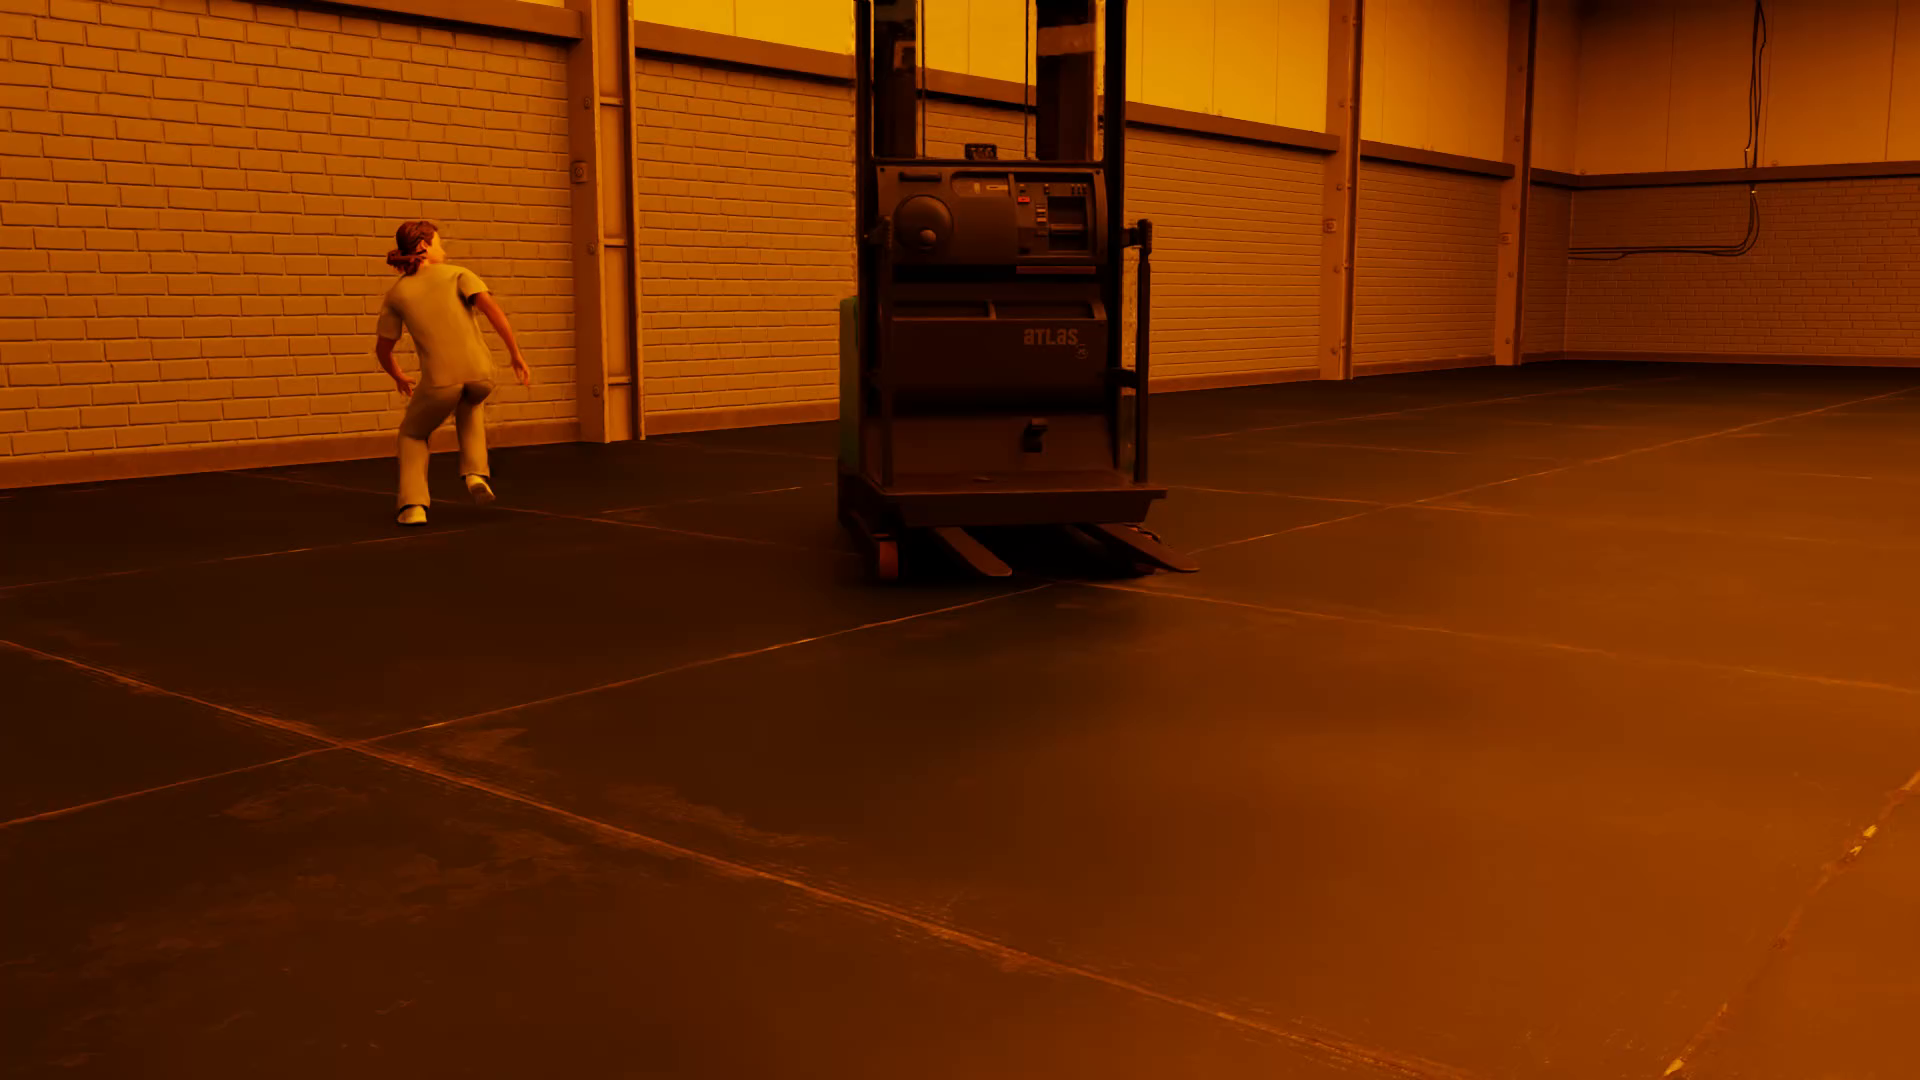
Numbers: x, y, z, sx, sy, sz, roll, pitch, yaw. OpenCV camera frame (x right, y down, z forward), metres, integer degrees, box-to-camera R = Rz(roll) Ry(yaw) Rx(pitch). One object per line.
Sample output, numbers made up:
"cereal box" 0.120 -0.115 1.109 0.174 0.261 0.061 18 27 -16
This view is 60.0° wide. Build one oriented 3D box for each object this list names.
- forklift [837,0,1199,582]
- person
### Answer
"forklift" 0.168 -1.344 6.465 1.130 2.935 3.031 -1 8 -10
"person" -2.466 -0.811 8.060 0.674 1.453 0.642 -3 9 -22
